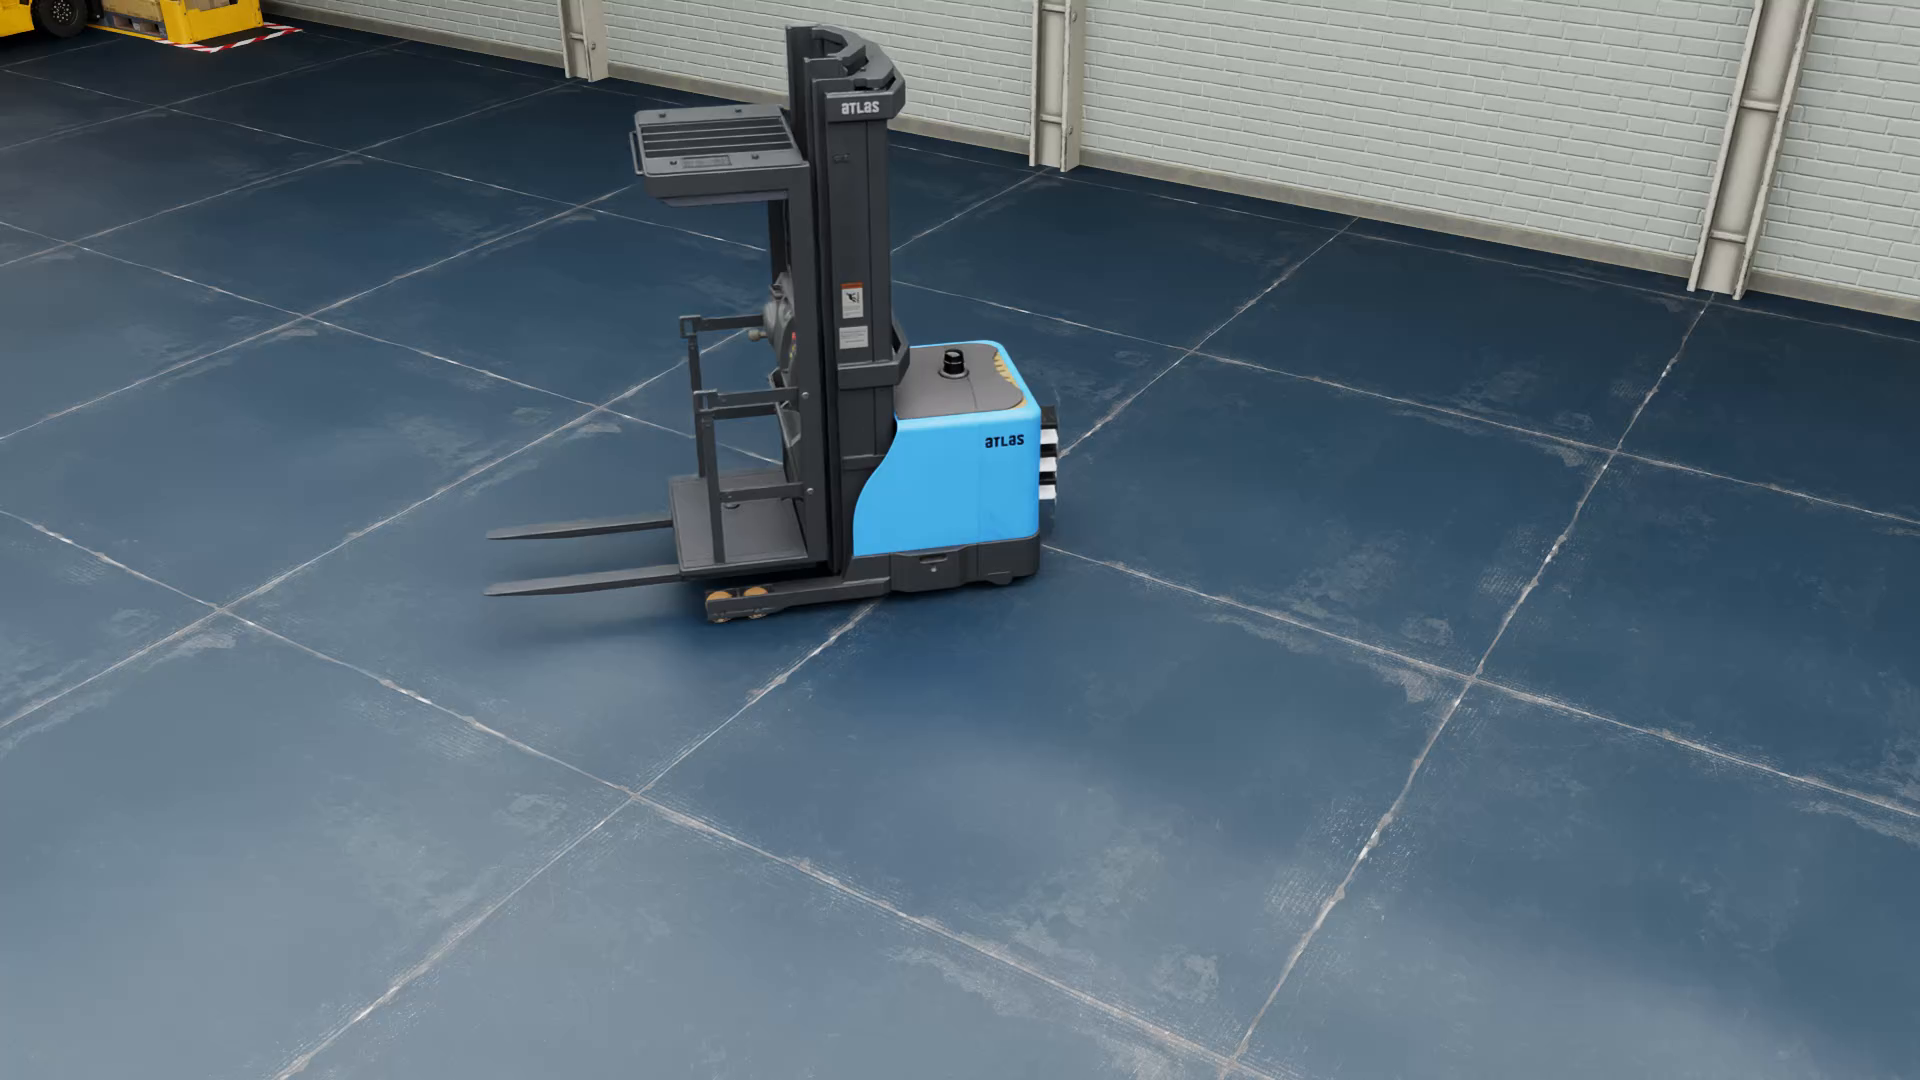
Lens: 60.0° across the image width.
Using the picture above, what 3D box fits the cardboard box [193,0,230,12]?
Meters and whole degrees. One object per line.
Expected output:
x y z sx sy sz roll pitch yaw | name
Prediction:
-9.459 -6.742 20.641 0.500 0.250 0.500 18 35 28 | cardboard box

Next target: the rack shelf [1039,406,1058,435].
0.450 -0.689 9.568 0.200 0.077 0.258 -2 30 -3 | rack shelf

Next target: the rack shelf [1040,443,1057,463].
0.450 -0.533 9.659 0.200 0.077 0.258 -2 30 -3 | rack shelf

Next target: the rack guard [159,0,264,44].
-9.126 -6.447 20.304 0.348 0.500 1.175 18 35 27 | rack guard

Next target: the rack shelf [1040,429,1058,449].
0.450 -0.611 9.613 0.200 0.077 0.258 -2 30 -3 | rack shelf

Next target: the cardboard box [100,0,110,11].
-10.548 -6.793 20.729 0.500 0.250 0.500 18 35 28 | cardboard box

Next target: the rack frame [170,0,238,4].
-9.147 -7.533 19.686 0.127 3.000 1.000 18 35 27 | rack frame

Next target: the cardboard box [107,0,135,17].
-10.129 -6.655 20.492 0.500 0.250 0.500 18 35 27 | cardboard box

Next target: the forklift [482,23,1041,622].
-1.124 -1.112 8.748 3.031 2.935 1.130 -6 31 -11 | forklift

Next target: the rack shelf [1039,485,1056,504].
0.450 -0.300 9.795 0.200 0.077 0.258 -2 30 -3 | rack shelf

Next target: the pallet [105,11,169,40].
-9.817 -6.515 20.709 1.213 0.211 1.003 18 35 27 | pallet

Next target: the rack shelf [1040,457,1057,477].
0.450 -0.456 9.704 0.200 0.077 0.258 -2 30 -3 | rack shelf

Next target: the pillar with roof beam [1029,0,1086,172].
-1.382 -5.643 10.493 0.400 9.000 9.100 18 35 27 | pillar with roof beam

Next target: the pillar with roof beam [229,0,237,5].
-11.546 -8.858 16.003 0.400 9.000 9.100 18 35 27 | pillar with roof beam

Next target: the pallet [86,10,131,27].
-10.846 -6.843 21.270 1.213 0.211 1.003 18 35 27 | pallet

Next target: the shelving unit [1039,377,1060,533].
0.450 -0.484 9.687 0.210 0.900 0.258 -2 30 -3 | shelving unit

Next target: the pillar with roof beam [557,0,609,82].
-6.464 -7.251 13.248 0.400 9.000 9.100 18 35 27 | pillar with roof beam

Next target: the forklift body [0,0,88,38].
-11.723 -6.896 19.435 1.214 2.155 2.313 18 35 27 | forklift body

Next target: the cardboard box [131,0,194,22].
-9.713 -6.518 20.257 0.500 0.250 0.500 18 35 28 | cardboard box

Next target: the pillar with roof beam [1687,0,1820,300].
3.700 -4.036 7.738 0.400 9.000 9.100 18 35 27 | pillar with roof beam

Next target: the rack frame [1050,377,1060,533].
0.552 -0.488 9.693 0.006 0.900 0.240 -2 30 -3 | rack frame

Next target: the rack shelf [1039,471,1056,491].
0.450 -0.378 9.749 0.200 0.077 0.258 -2 30 -3 | rack shelf
